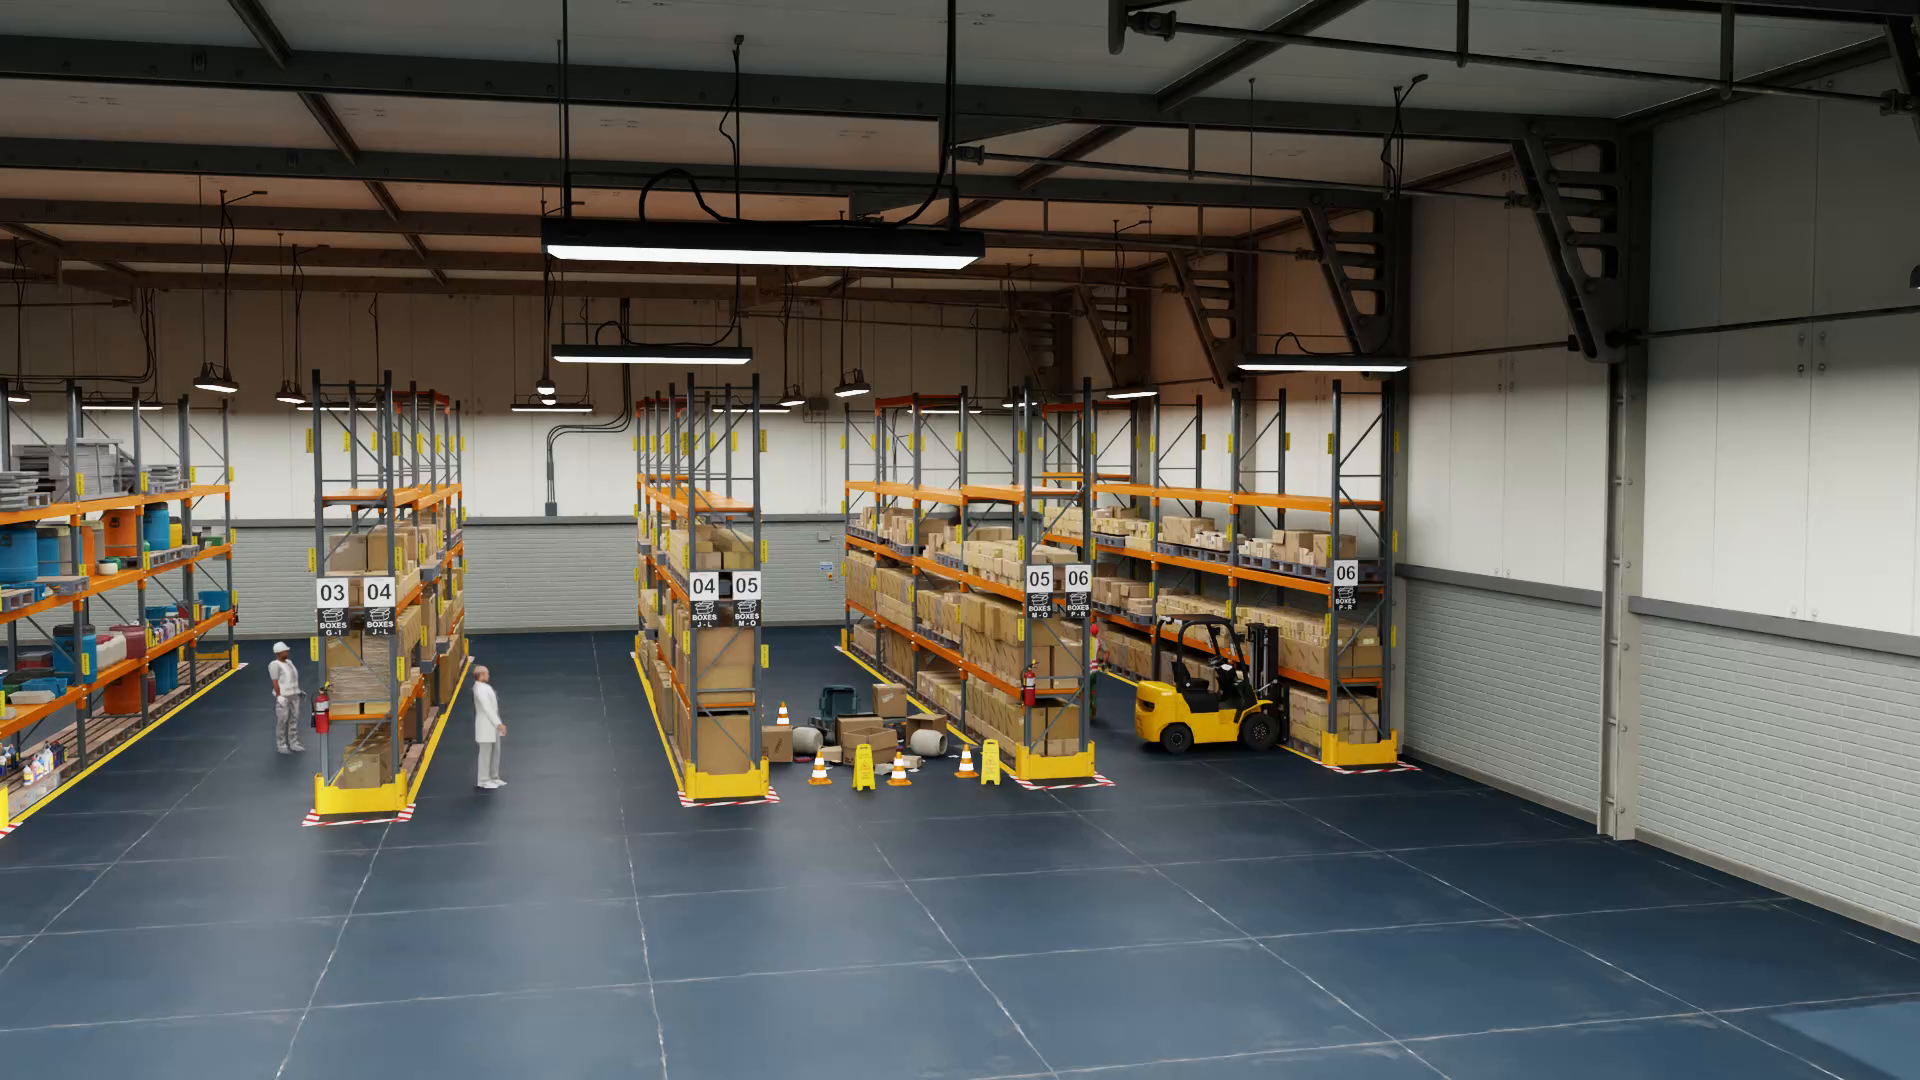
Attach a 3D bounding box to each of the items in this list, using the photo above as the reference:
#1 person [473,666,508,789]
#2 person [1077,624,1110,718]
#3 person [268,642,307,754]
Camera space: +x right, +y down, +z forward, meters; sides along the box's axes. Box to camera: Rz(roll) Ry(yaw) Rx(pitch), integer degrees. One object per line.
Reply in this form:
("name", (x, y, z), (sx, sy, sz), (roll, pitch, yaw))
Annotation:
("person", (-6.835, 2.736, 24.228), (0.627, 1.819, 0.623), (0, 3, 5))
("person", (2.362, 2.388, 30.437), (0.758, 1.729, 0.600), (-1, 3, -9))
("person", (-10.964, 2.576, 27.176), (0.532, 1.827, 0.615), (1, 4, 20))
